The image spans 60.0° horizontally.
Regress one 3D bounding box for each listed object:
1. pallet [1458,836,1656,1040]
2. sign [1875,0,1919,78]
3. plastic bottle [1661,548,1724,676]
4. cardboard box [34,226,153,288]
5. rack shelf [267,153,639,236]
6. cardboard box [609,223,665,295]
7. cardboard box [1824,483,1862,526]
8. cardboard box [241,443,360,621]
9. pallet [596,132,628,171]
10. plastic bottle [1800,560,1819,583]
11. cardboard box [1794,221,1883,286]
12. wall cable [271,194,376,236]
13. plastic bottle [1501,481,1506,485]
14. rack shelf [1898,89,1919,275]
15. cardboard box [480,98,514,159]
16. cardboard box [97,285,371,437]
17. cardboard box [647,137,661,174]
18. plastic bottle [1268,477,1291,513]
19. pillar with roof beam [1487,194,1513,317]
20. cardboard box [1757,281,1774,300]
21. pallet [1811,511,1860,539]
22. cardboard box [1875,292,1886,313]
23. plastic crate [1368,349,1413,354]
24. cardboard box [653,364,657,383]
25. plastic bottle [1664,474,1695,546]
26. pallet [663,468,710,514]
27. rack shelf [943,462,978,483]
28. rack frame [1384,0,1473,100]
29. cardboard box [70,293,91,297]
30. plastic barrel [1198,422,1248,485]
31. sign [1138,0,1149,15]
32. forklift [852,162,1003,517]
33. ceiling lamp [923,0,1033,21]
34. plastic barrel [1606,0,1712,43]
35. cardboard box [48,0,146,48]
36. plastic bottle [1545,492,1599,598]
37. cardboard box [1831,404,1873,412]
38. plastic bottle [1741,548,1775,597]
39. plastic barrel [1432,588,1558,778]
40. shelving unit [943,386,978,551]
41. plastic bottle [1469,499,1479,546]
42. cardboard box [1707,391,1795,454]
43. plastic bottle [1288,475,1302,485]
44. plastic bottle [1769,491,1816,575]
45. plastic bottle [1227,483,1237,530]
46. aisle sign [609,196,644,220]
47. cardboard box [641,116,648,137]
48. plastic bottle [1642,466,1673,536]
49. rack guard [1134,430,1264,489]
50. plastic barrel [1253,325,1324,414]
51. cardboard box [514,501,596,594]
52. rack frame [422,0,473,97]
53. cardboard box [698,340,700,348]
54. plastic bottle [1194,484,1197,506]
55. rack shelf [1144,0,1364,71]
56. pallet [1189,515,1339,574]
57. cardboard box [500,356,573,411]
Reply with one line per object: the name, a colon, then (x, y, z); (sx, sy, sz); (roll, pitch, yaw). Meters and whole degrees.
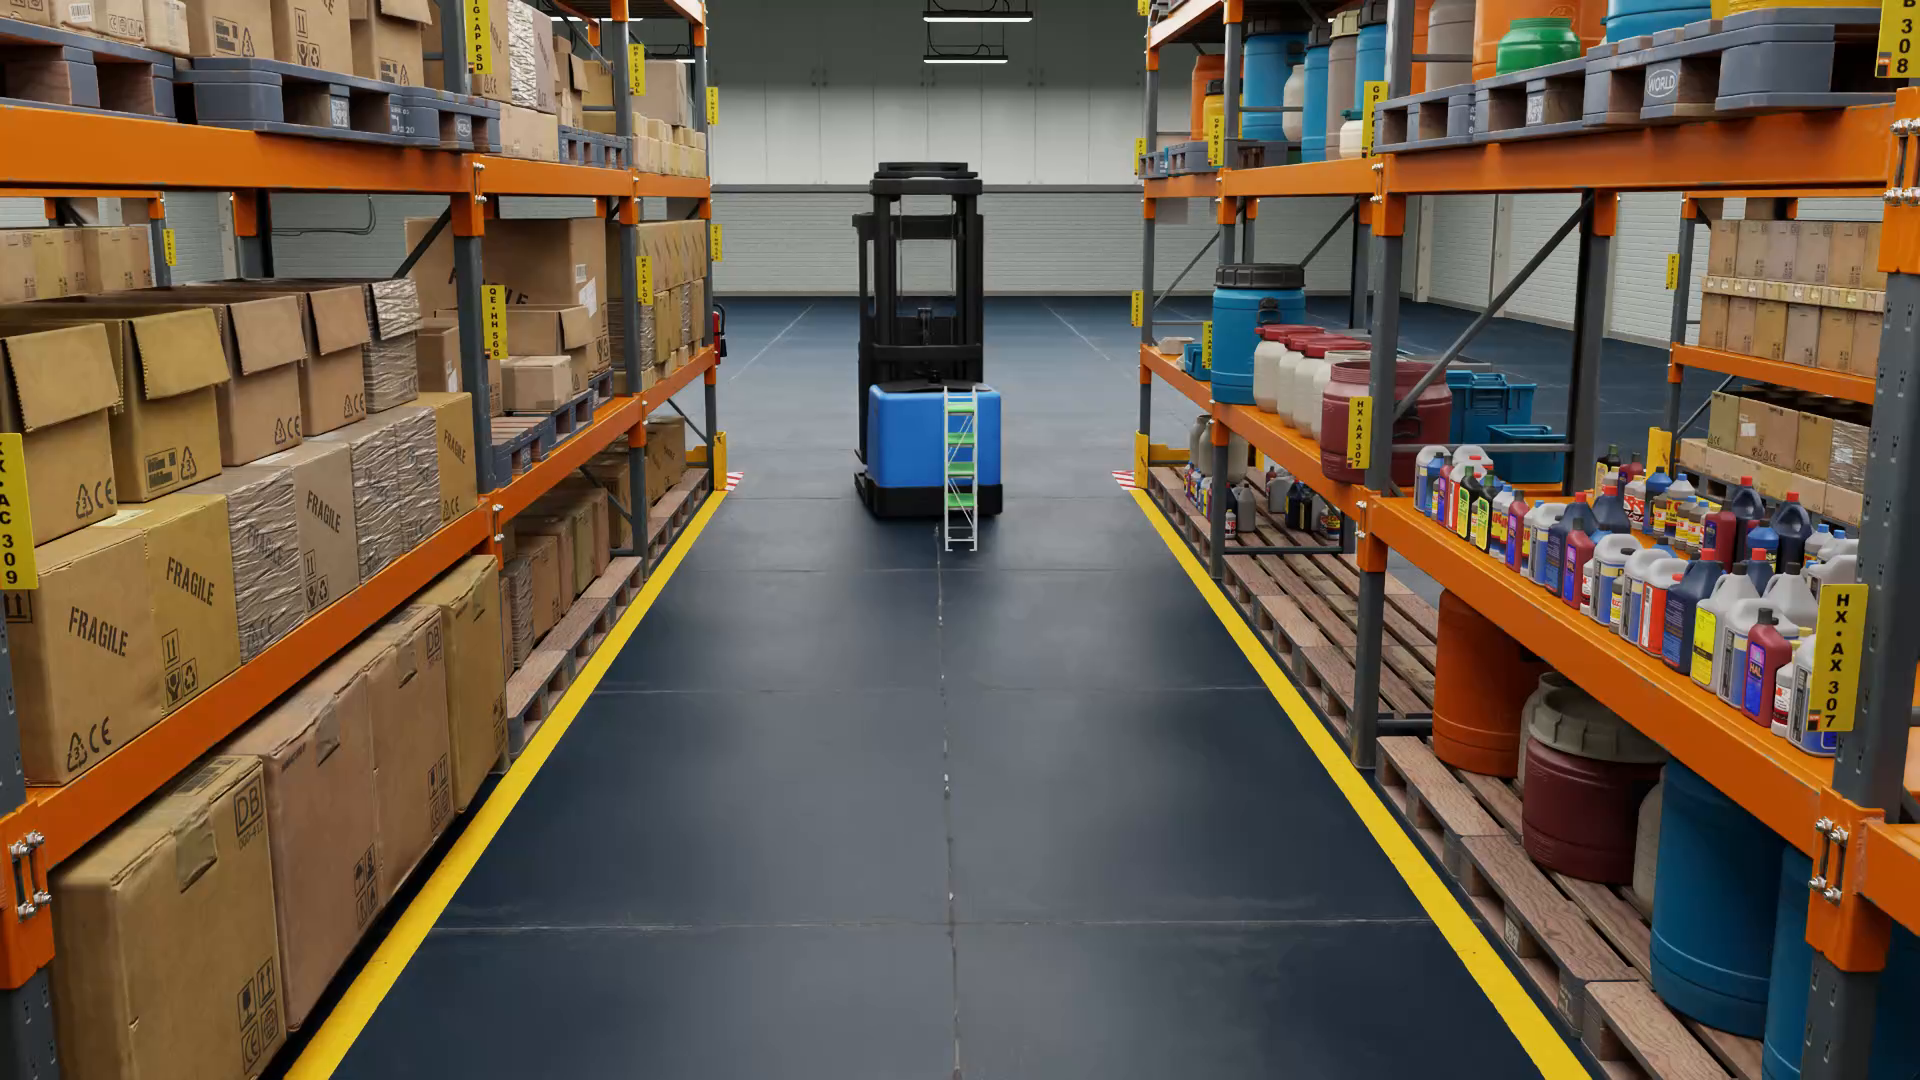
pallet: (2.429, 1.358, 5.836); (1.003, 0.211, 1.213); (0, 11, -1)
sign: (1.881, -1.085, 3.295); (0.100, 0.325, 0.005); (0, 11, -1)
plastic bottle: (2.081, 0.194, 4.684); (0.144, 0.351, 0.185); (0, 11, -1)
cardboard box: (-7.761, -2.506, 14.773); (0.875, 0.550, 0.550); (0, 11, -1)
rack shelf: (-2.644, -1.902, 9.156); (1.077, 0.370, 4.000); (0, 11, -1)
cardboard box: (-2.453, -2.057, 12.139); (0.500, 0.500, 0.500); (0, 11, -1)
cardboard box: (6.990, -0.271, 12.711); (0.500, 0.250, 0.500); (0, 11, -1)
cardboard box: (-2.317, -0.035, 5.438); (0.500, 0.500, 0.500); (0, 11, 0)
pallet: (-2.780, -2.437, 10.455); (1.213, 0.211, 1.003); (0, 11, -1)
plastic bottle: (2.655, 0.166, 5.198); (0.097, 0.201, 0.097); (0, 11, 0)
cardboard box: (7.172, -2.294, 13.310); (0.700, 0.500, 0.500); (0, 11, -1)
wall cable: (-17.884, -9.746, 46.276); (3.097, 2.526, 0.112); (0, 11, -1)
plastic bottle: (2.168, -0.135, 6.680); (0.097, 0.201, 0.097); (0, 11, 0)
rack shelf: (2.473, -0.332, 1.417); (1.077, 0.370, 4.000); (0, 11, -1)
cardboard box: (-2.358, -1.878, 7.605); (0.500, 0.250, 0.500); (0, 11, 0)
cardboard box: (-2.593, -0.653, 5.958); (0.797, 0.503, 0.637); (0, 11, 0)
cardboard box: (-2.455, -2.774, 12.023); (0.500, 0.250, 0.500); (0, 11, -2)
plastic bottle: (2.504, -0.362, 13.042); (0.152, 0.276, 0.135); (0, 11, -1)
pillar with roof beam: (8.168, -9.596, 37.726); (9.100, 9.000, 0.548); (0, 11, -1)
cardboard box: (6.952, -2.100, 13.983); (0.380, 0.149, 0.250); (-1, 11, -3)
pallet: (7.244, -0.014, 12.596); (1.003, 0.211, 1.213); (0, 11, -1)
cardboard box: (6.988, -1.743, 12.225); (0.380, 0.149, 0.250); (-1, 11, -3)
plastic crate: (2.600, -0.977, 10.369); (0.392, 0.384, 0.575); (0, 11, -1)
cardboard box: (-2.415, -1.202, 12.073); (0.380, 0.149, 0.250); (0, 11, -1)
plastic bottle: (2.781, -0.119, 6.427); (0.097, 0.271, 0.097); (0, 11, 0)
pallet: (-2.785, -0.434, 14.667); (1.003, 0.211, 1.213); (0, 11, -1)
rack shelf: (0.003, -0.492, 12.790); (0.258, 0.148, 0.480); (0, 11, -1)
rack frame: (2.349, -3.348, 6.926); (1.000, 3.000, 0.127); (0, 11, -1)
cardboard box: (-7.757, -1.756, 13.792); (0.875, 0.550, 0.550); (0, 11, -1)
plastic barrel: (2.284, -0.754, 14.433); (0.421, 0.512, 0.421); (0, 11, 0)
sign: (1.633, -4.834, 14.779); (0.100, 0.325, 0.005); (0, 11, -1)
forklift: (-0.375, -1.869, 14.898); (1.130, 2.935, 3.031); (-2, 12, -8)
ceiling lamp: (0.318, -11.037, 30.150); (2.000, 3.185, 0.800); (0, 11, -1)
plastic barrel: (2.243, -1.872, 4.883); (0.600, 0.901, 0.708); (0, 11, -1)
cardboard box: (-2.453, -1.443, 4.249); (0.500, 0.311, 0.500); (-1, 11, -3)
plastic bottle: (2.063, 0.012, 5.582); (0.144, 0.351, 0.185); (0, 11, -1)
cardboard box: (7.489, -0.840, 13.626); (0.500, 0.500, 0.500); (0, 11, -1)
plastic bottle: (2.226, 0.193, 4.687); (0.144, 0.351, 0.185); (0, 11, -1)
plastic barrel: (2.376, 0.548, 7.218); (0.600, 0.830, 0.708); (0, 11, -1)
shelving unit: (0.003, -0.555, 12.778); (0.258, 1.200, 0.503); (0, 11, -1)
plastic bottle: (2.022, -0.081, 6.414); (0.097, 0.201, 0.097); (0, 11, 0)
cardboard box: (6.937, -1.036, 14.595); (0.500, 0.500, 0.500); (0, 11, -1)
plastic bottle: (2.652, -0.404, 13.063); (0.144, 0.351, 0.185); (0, 11, -2)
plastic bottle: (2.775, 0.018, 5.552); (0.144, 0.351, 0.185); (0, 11, -1)
plastic bottle: (1.965, -0.247, 12.287); (0.144, 0.351, 0.185); (-1, 11, -3)
aisle sign: (-3.070, -3.262, 15.057); (0.394, 0.787, 0.004); (0, 11, -1)
cardboard box: (-2.442, -2.947, 11.870); (0.380, 0.149, 0.250); (0, 11, -1)
plastic bottle: (2.777, -0.158, 6.618); (0.097, 0.271, 0.097); (0, 11, 0)
rack guard: (2.232, -0.758, 15.537); (1.175, 0.500, 0.348); (0, 11, -1)
plastic barrel: (2.067, -1.078, 10.487); (0.433, 0.535, 0.433); (0, 11, 0)
cardboard box: (-2.704, 0.044, 10.477); (0.700, 0.500, 0.500); (0, 11, -2)
rack frame: (-2.603, -3.327, 6.826); (1.000, 3.000, 0.127); (0, 11, -1)
cardboard box: (-2.556, -1.798, 15.011); (0.380, 0.149, 0.250); (0, 11, -1)
plastic bottle: (1.921, -0.372, 13.282); (0.097, 0.201, 0.097); (0, 11, 0)
rack shelf: (2.225, -3.992, 12.917); (1.077, 0.370, 4.000); (0, 11, -1)
pallet: (2.294, 0.030, 12.378); (1.003, 0.211, 1.213); (0, 11, -1)
cardboard box: (-2.408, -0.853, 9.043); (0.500, 0.250, 0.500); (-1, 11, -3)
